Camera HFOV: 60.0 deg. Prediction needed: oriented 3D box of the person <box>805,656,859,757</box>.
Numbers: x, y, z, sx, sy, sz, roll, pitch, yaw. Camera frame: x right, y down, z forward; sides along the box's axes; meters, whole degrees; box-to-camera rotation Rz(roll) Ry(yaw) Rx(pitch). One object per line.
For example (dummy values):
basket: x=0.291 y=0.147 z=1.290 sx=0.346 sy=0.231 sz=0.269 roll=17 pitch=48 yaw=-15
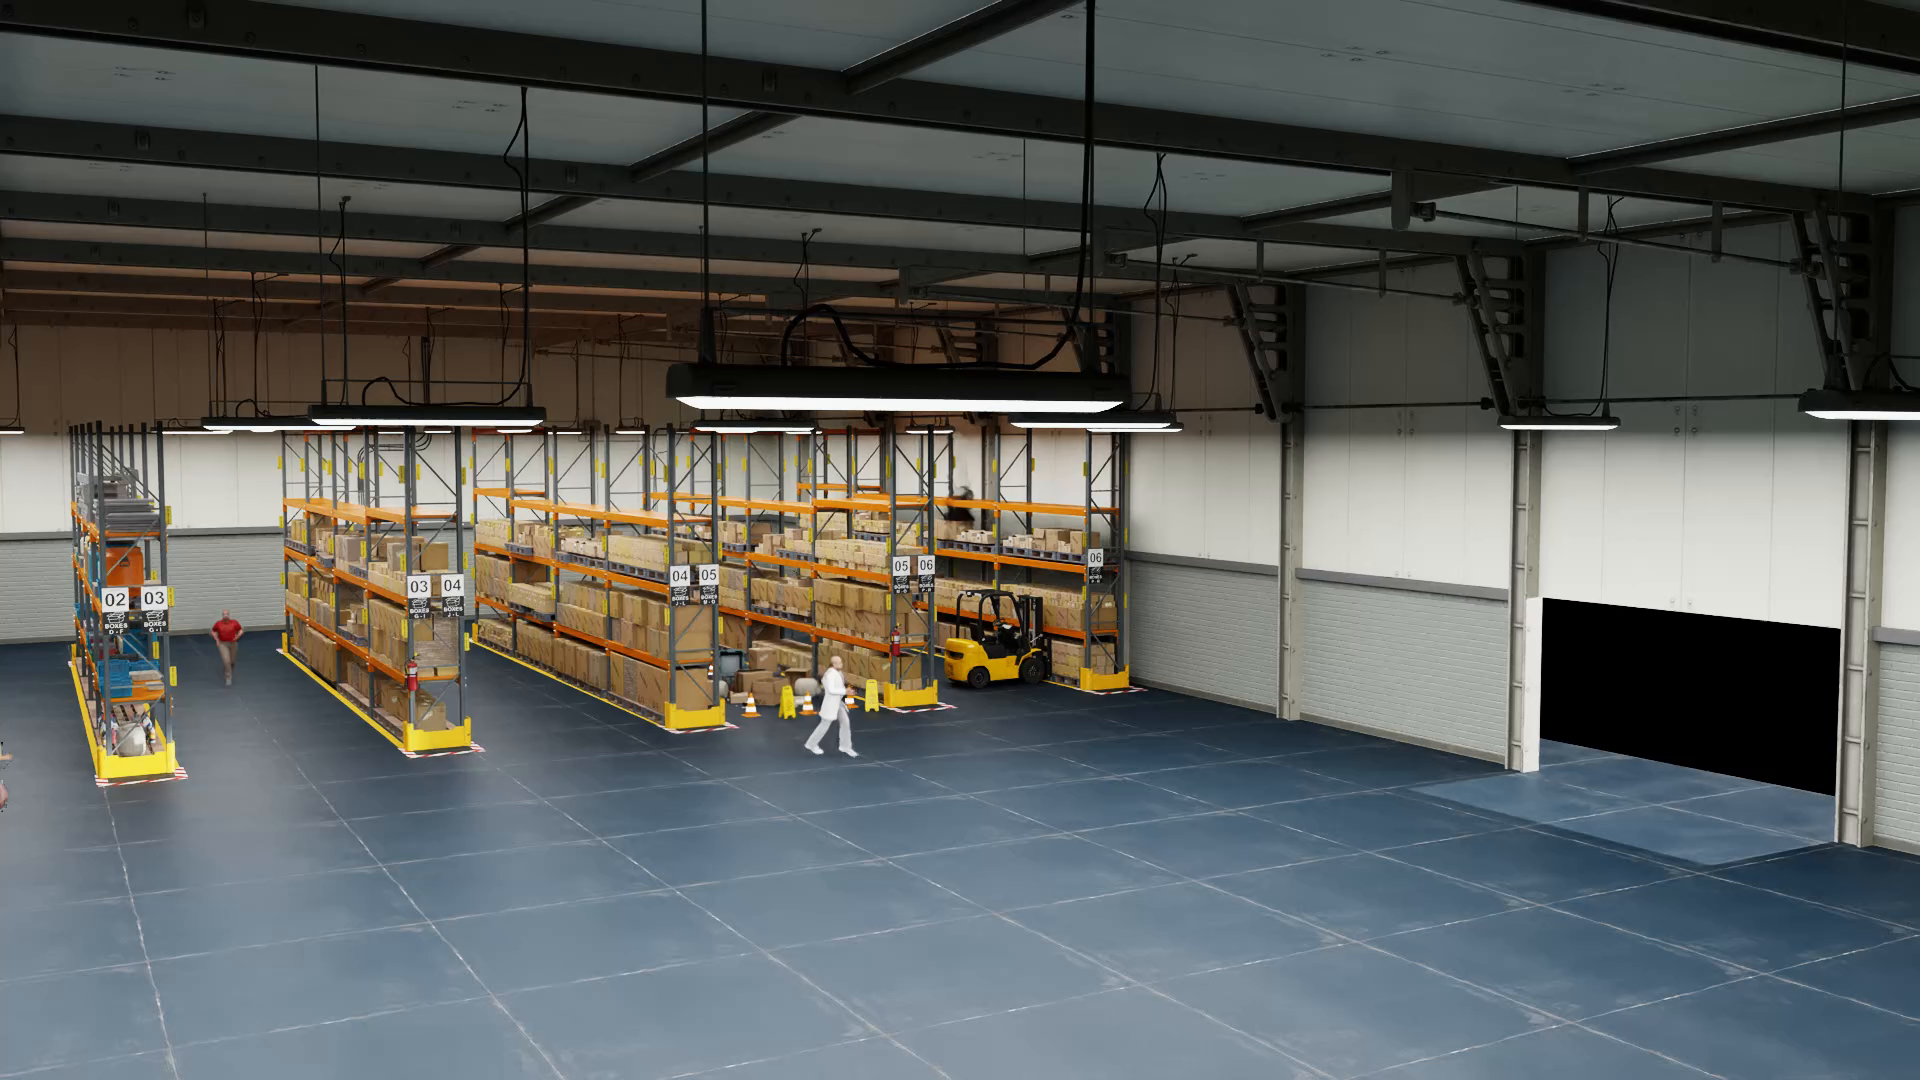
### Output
person: x=-2.310 y=2.986 z=29.779 sx=0.964 sy=1.822 sz=0.648 roll=1 pitch=4 yaw=15

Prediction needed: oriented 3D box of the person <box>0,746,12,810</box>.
person: x=-13.972 y=3.416 z=23.864 sx=0.705 sy=1.645 sz=0.565 roll=0 pitch=4 yaw=-2

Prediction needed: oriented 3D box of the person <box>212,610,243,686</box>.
person: x=-17.046 y=2.487 z=38.721 sx=0.654 sy=1.731 sz=0.829 roll=-2 pitch=4 yaw=-31

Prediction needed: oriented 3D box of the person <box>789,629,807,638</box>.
person: x=-4.653 y=1.980 z=47.228 sx=0.641 sy=1.677 sz=0.865 roll=-3 pitch=5 yaw=-43
